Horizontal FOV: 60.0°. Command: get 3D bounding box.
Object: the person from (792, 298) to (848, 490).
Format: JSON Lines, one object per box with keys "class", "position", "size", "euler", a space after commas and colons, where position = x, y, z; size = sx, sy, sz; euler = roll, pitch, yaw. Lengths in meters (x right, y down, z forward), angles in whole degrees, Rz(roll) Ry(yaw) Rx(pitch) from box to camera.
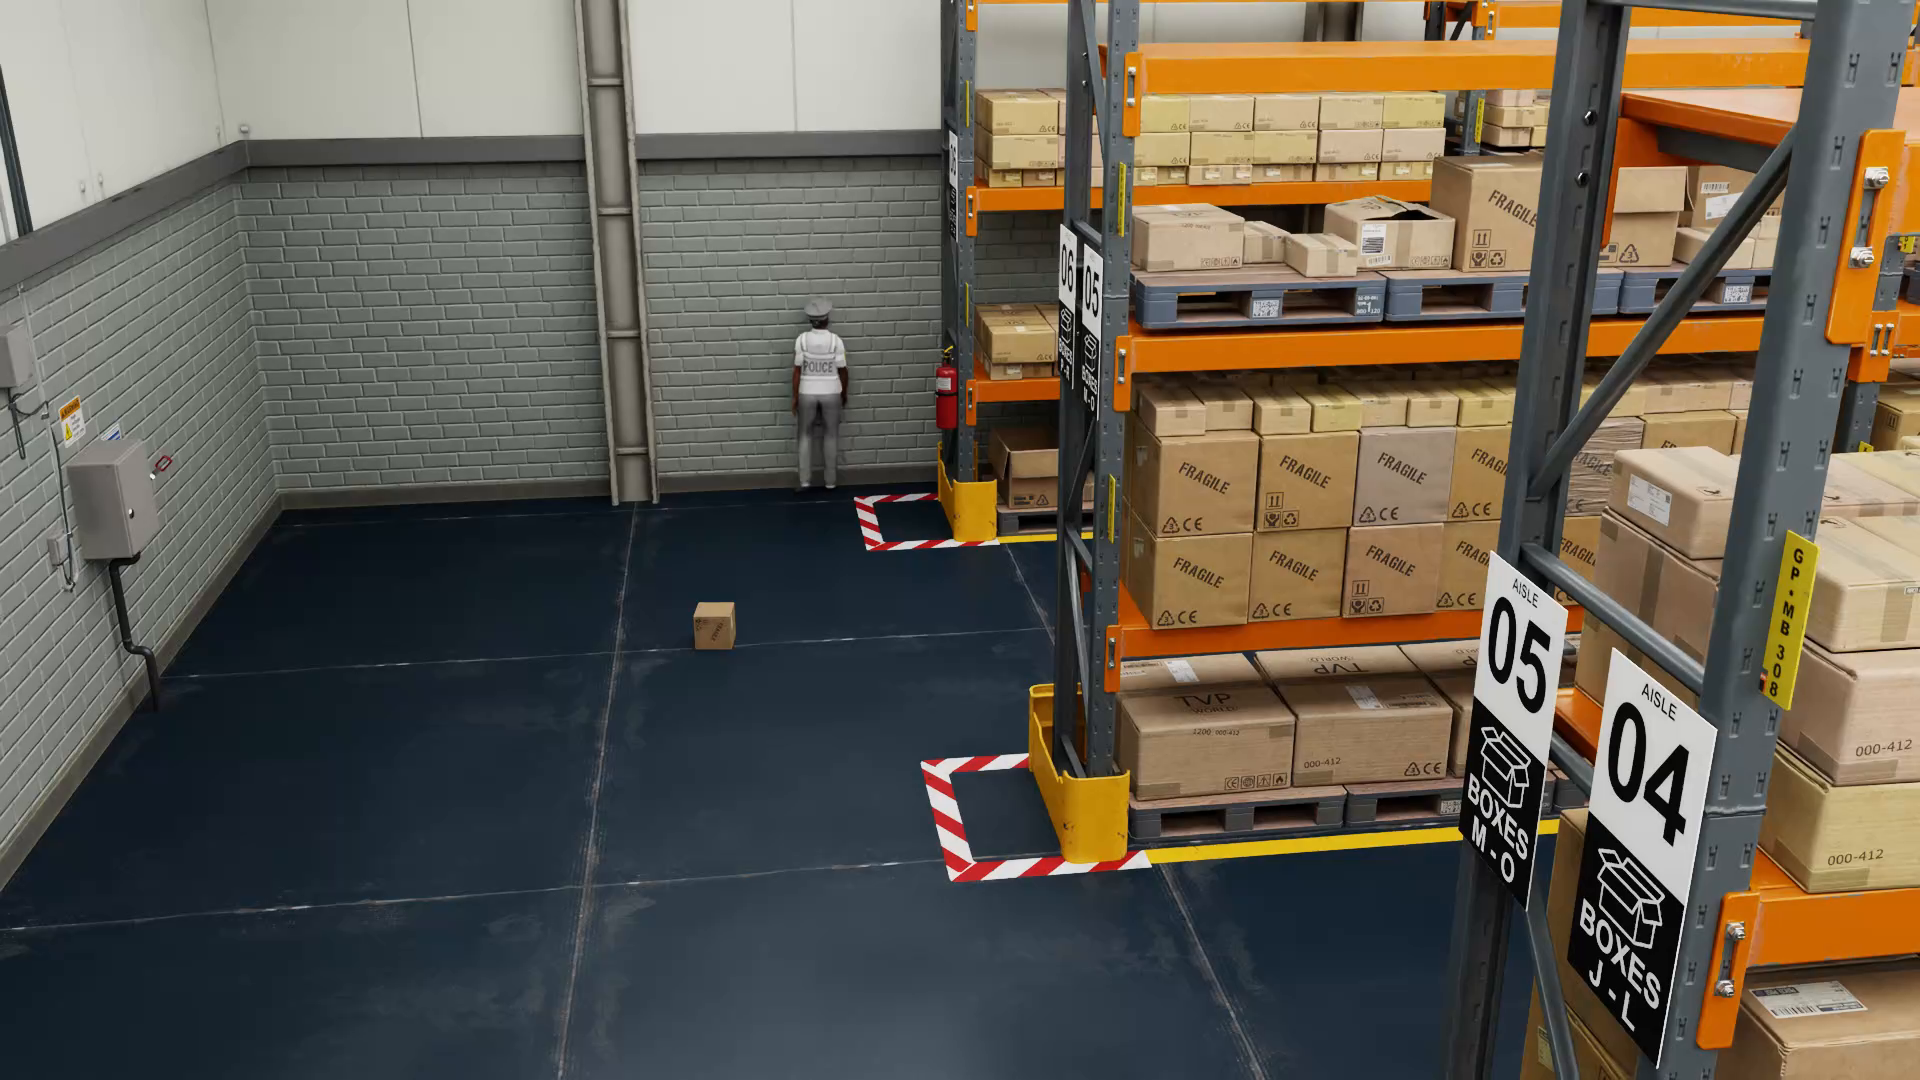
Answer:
{"class": "person", "position": [-1.208, -1.225, 14.396], "size": [0.496, 1.763, 0.422], "euler": [-1, 20, -2]}
